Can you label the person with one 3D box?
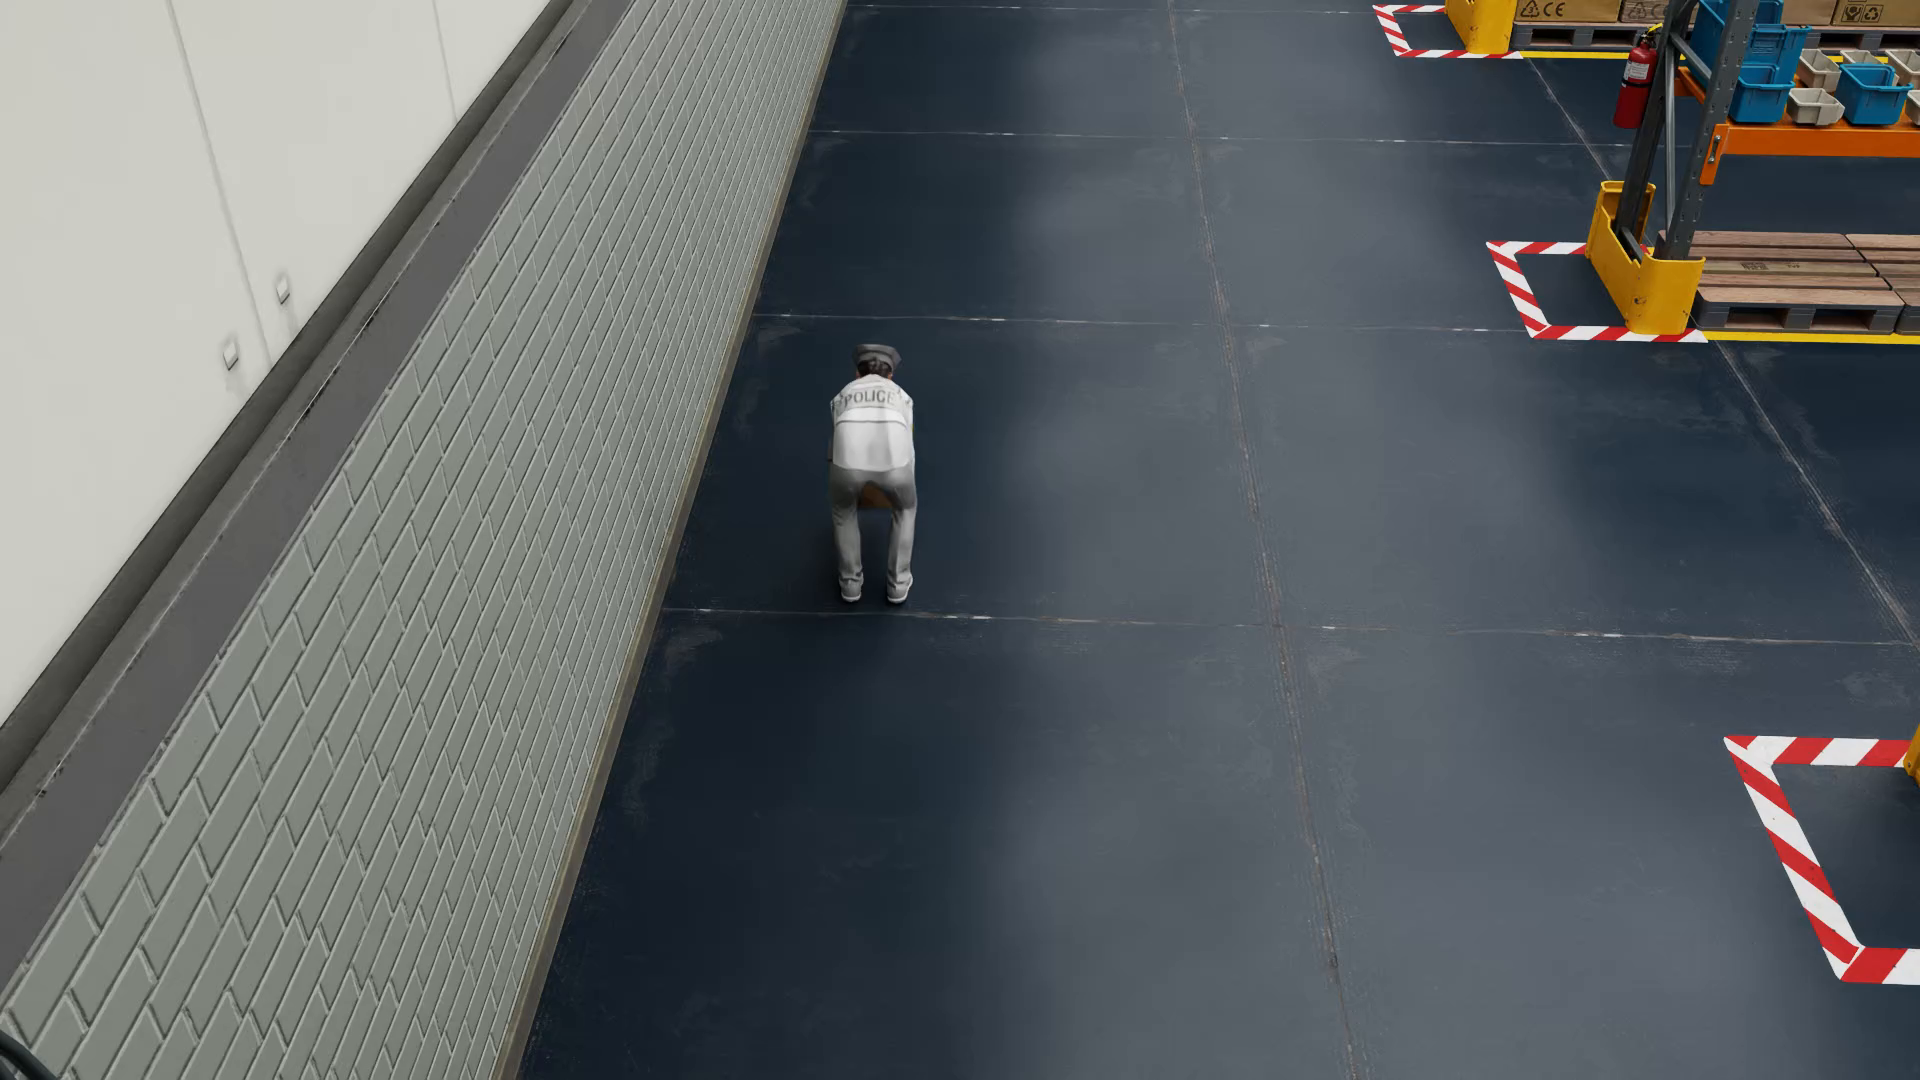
[{"bbox_3d":[-0.415,-0.322,8.071,0.417,1.067,0.926,0,36,0],"label":"person"}]
